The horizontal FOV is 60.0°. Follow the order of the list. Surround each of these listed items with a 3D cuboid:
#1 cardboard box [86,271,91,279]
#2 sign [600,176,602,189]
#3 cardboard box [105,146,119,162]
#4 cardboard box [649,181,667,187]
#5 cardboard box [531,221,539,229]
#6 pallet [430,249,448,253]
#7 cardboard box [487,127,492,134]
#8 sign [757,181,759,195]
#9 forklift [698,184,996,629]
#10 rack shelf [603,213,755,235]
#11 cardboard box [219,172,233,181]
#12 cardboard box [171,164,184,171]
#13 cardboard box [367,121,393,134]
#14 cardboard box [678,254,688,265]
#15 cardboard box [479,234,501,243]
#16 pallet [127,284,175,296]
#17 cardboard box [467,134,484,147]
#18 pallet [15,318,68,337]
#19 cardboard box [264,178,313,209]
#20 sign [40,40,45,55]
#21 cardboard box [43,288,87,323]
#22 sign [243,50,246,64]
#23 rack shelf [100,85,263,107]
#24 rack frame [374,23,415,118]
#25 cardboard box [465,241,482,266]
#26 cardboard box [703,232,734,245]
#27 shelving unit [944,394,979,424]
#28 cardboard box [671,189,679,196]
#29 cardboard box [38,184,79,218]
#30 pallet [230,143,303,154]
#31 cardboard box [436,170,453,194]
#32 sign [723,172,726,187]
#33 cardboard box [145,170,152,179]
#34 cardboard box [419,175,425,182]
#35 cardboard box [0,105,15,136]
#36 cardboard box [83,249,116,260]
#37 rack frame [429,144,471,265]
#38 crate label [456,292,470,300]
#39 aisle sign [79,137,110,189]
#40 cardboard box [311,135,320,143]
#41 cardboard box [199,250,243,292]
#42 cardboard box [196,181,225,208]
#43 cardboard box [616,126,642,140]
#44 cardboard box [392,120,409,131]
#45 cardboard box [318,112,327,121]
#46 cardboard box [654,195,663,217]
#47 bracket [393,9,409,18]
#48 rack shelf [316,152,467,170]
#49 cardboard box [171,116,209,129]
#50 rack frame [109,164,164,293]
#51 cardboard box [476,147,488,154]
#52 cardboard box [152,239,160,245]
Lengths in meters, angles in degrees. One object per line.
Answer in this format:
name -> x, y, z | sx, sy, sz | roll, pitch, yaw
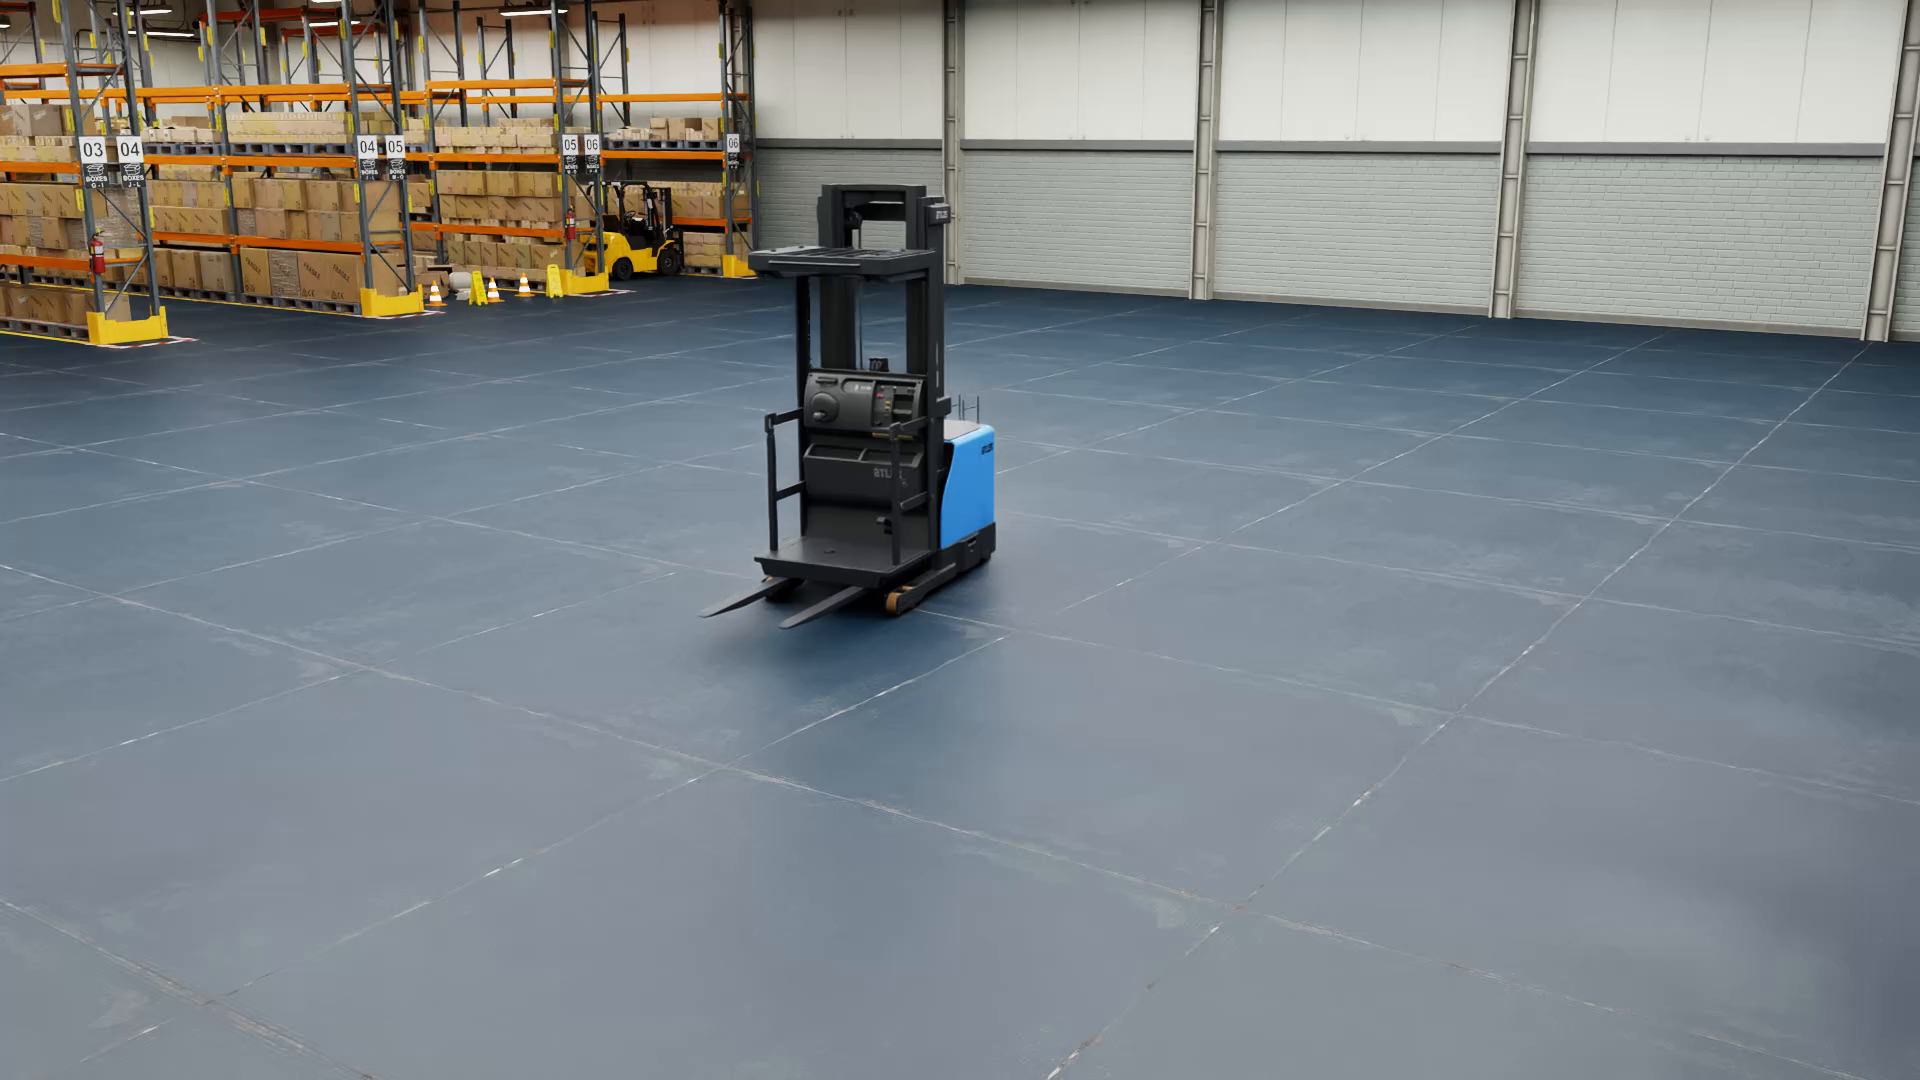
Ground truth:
cardboard box -> -18.248, -5.815, 35.400 | 0.500, 0.500, 0.500 | 10, 17, 35
sign -> -8.657, -8.587, 40.023 | 0.005, 0.325, 0.100 | 9, 17, 33
cardboard box -> -13.597, -6.169, 26.572 | 0.500, 0.250, 0.500 | 10, 17, 34
cardboard box -> -7.151, -8.421, 39.423 | 0.250, 0.149, 0.380 | 9, 17, 33
cardboard box -> -8.713, -6.582, 34.692 | 0.250, 0.149, 0.380 | 9, 16, 32
pallet -> -13.288, -7.627, 44.193 | 1.213, 0.211, 1.003 | 9, 17, 33
cardboard box -> -9.715, -8.604, 34.959 | 0.250, 0.149, 0.380 | 10, 17, 34
sign -> -4.729, -8.204, 38.758 | 0.005, 0.325, 0.100 | 9, 17, 33
forklift -> -0.786, -1.008, 11.795 | 1.130, 2.935, 3.031 | 6, 15, 24
rack shelf -> -6.703, -7.555, 39.597 | 4.000, 0.370, 1.077 | 9, 17, 33
cardboard box -> -17.563, -8.673, 40.326 | 0.500, 0.500, 0.500 | 9, 17, 33
cardboard box -> -19.439, -9.296, 41.493 | 0.250, 0.149, 0.380 | 9, 17, 33
cardboard box -> -10.747, -7.541, 30.413 | 0.500, 0.250, 0.500 | 9, 17, 33
cardboard box -> -6.427, -6.643, 39.263 | 0.500, 0.250, 0.500 | 9, 17, 33
cardboard box -> -10.068, -6.464, 35.633 | 0.250, 0.149, 0.380 | 10, 17, 36
pallet -> -16.516, -5.244, 34.567 | 1.213, 0.211, 1.003 | 9, 17, 33
cardboard box -> -10.076, -8.459, 35.204 | 0.500, 0.250, 0.500 | 9, 17, 33
pallet -> -15.067, -3.606, 27.952 | 1.213, 0.211, 1.003 | 9, 17, 33
cardboard box -> -12.629, -6.572, 31.570 | 0.550, 0.550, 0.875 | 9, 17, 33
sign -> -20.142, -10.808, 36.485 | 0.005, 0.325, 0.100 | 9, 17, 33
cardboard box -> -14.874, -3.908, 27.698 | 0.500, 0.500, 0.500 | 11, 18, 38
sign -> -17.475, -11.769, 40.529 | 0.005, 0.325, 0.100 | 9, 17, 33
rack shelf -> -15.468, -8.819, 33.050 | 4.000, 0.370, 1.077 | 9, 17, 33
rack frame -> -15.001, -12.157, 44.208 | 0.127, 3.000, 1.000 | 9, 17, 33
cardboard box -> -10.340, -6.213, 35.967 | 0.500, 0.500, 0.500 | 10, 17, 35
cardboard box -> -5.600, -6.990, 38.586 | 0.500, 0.250, 0.500 | 10, 17, 35
shelving unit -> 0.012, -0.580, 13.671 | 0.189, 1.200, 0.258 | 9, 17, 33
cardboard box -> -6.566, -8.157, 38.975 | 0.250, 0.149, 0.380 | 9, 17, 33
cardboard box -> -14.354, -5.439, 26.643 | 0.500, 0.500, 0.500 | 9, 17, 33
pallet -> -13.136, -7.483, 31.751 | 1.213, 0.211, 1.003 | 9, 17, 33
cardboard box -> -10.886, -7.758, 36.013 | 0.500, 0.500, 0.700 | 9, 17, 32
sign -> -5.358, -8.207, 37.830 | 0.005, 0.325, 0.100 | 9, 17, 33
cardboard box -> -20.415, -9.136, 42.200 | 0.500, 0.500, 0.500 | 9, 16, 31
cardboard box -> -12.282, -8.153, 37.463 | 0.250, 0.149, 0.380 | 10, 17, 36
cardboard box -> -16.145, -7.088, 28.106 | 0.500, 0.500, 0.500 | 9, 16, 31
cardboard box -> -13.693, -4.545, 26.464 | 0.250, 0.149, 0.380 | 9, 17, 33
rack frame -> -11.130, -7.182, 36.594 | 0.127, 3.000, 1.000 | 9, 17, 33
crate label -> -9.912, -4.883, 33.263 | 0.298, 0.136, 0.250 | 1, 14, 4
aisle sign -> -13.458, -5.864, 25.858 | 0.004, 0.787, 0.394 | 9, 17, 33
cardboard box -> -11.586, -7.311, 30.313 | 0.250, 0.149, 0.380 | 9, 17, 33
cardboard box -> -14.374, -5.359, 33.036 | 0.750, 0.750, 1.050 | 9, 17, 33
cardboard box -> -14.652, -6.850, 32.962 | 0.500, 0.500, 0.700 | 9, 16, 32
cardboard box -> -7.808, -9.677, 39.535 | 0.500, 0.311, 0.500 | 10, 17, 34
cardboard box -> -12.541, -9.197, 36.888 | 0.500, 0.250, 0.500 | 10, 17, 34
cardboard box -> -11.377, -7.664, 30.082 | 0.250, 0.149, 0.380 | 10, 17, 34
cardboard box -> -6.872, -7.903, 39.300 | 0.500, 0.500, 0.500 | 9, 17, 33
bracket -> -14.929, -14.051, 44.367 | 0.430, 0.232, 0.235 | 9, 17, 33
rack shelf -> -12.789, -8.557, 37.404 | 4.000, 0.370, 1.077 | 9, 17, 33
cardboard box -> -15.529, -8.298, 33.568 | 0.500, 0.500, 0.500 | 9, 17, 33
rack frame -> -17.128, -6.718, 34.720 | 0.127, 3.000, 1.000 | 9, 17, 33
cardboard box -> -9.987, -8.235, 35.129 | 0.250, 0.149, 0.380 | 9, 16, 32
cardboard box -> -20.484, -7.683, 43.076 | 0.875, 0.438, 0.875 | 9, 16, 31
